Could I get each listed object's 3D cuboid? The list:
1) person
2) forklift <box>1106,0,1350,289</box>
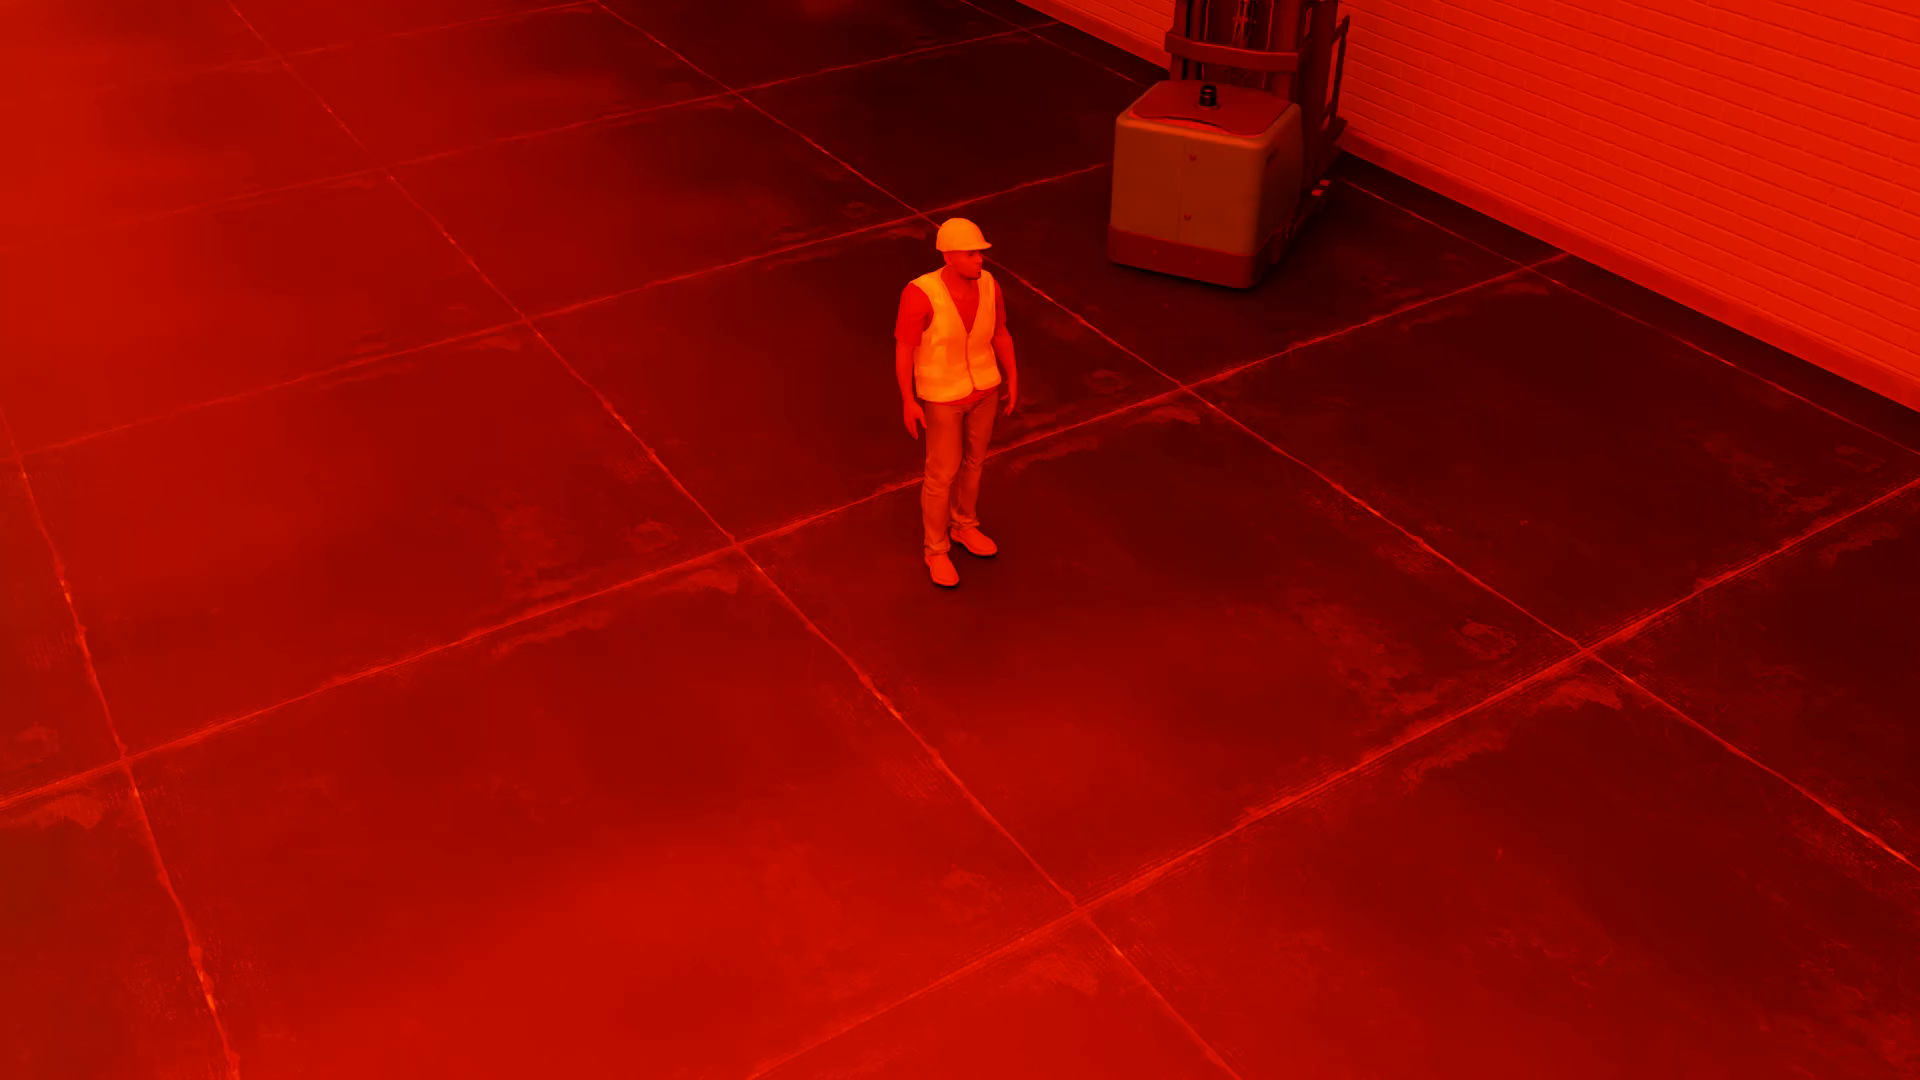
[{"bbox_3d":[0.033,-0.693,8.134,0.665,1.768,0.575,-21,40,-27],"label":"person"},{"bbox_3d":[2.103,-3.683,11.389,1.130,2.935,3.031,16,38,21],"label":"forklift"}]
